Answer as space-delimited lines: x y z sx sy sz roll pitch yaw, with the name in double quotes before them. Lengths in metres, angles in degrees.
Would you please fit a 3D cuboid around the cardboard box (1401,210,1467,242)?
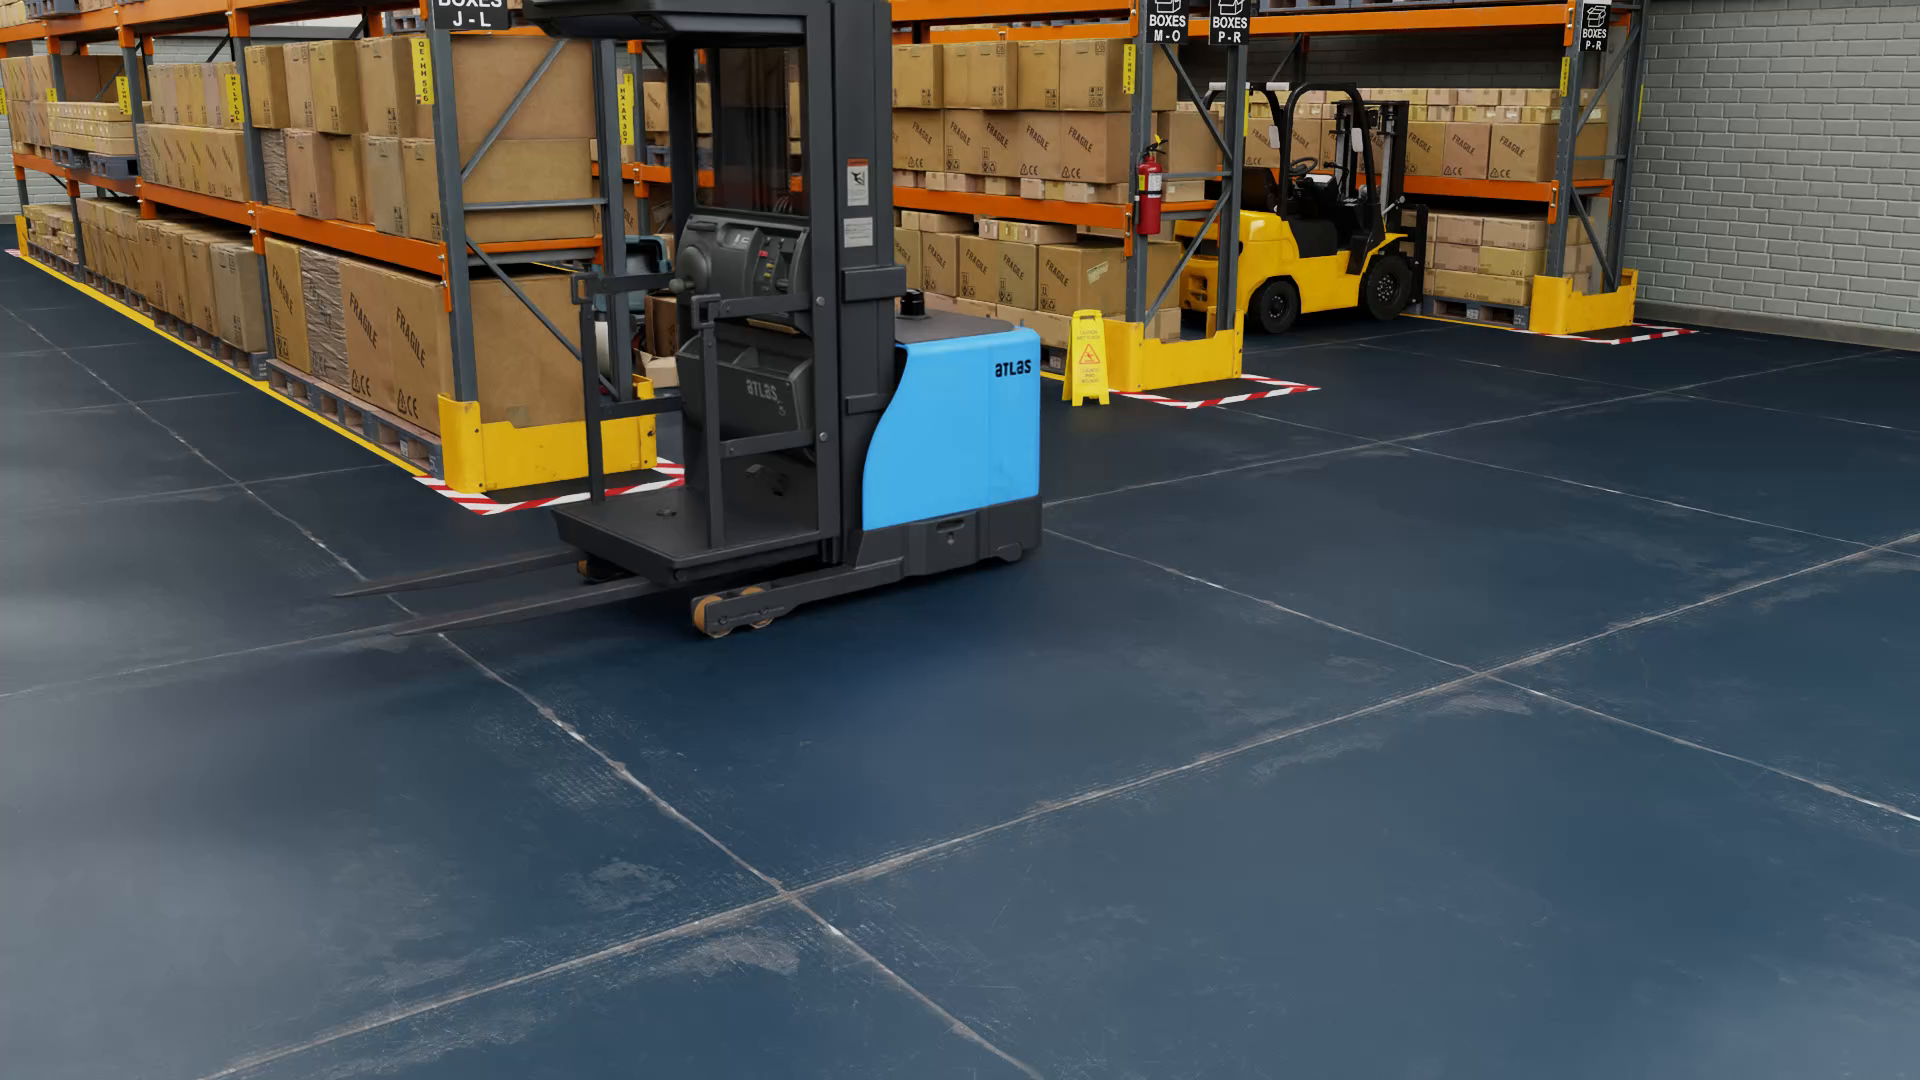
"cardboard box" 4.507 -3.006 15.897 0.500 0.250 0.500 -11 19 -34

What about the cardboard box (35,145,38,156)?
"cardboard box" -10.977 -4.731 20.156 0.380 0.149 0.250 -11 19 -36

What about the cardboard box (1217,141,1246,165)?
"cardboard box" 2.780 -4.232 18.141 0.500 0.250 0.500 -10 18 -33

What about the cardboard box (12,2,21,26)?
"cardboard box" -10.754 -6.145 19.447 0.500 0.250 0.500 -11 19 -35

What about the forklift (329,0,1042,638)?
"forklift" -1.079 -1.179 6.833 3.031 2.935 1.130 -12 20 -38

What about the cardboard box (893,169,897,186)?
"cardboard box" -0.428 -3.130 14.307 0.380 0.149 0.250 -11 19 -35

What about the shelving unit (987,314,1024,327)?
"shelving unit" 0.148 -0.558 8.125 0.215 1.050 0.252 -13 20 -39

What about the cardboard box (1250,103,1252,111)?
"cardboard box" 3.254 -4.707 18.174 0.380 0.149 0.250 -11 19 -36

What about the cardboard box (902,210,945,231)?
"cardboard box" -0.268 -2.704 14.037 0.380 0.149 0.250 -10 18 -32

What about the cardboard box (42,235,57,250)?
"cardboard box" -10.940 -3.632 20.268 0.380 0.149 0.250 -12 19 -37

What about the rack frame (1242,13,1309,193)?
"rack frame" 3.287 -4.238 17.877 1.000 3.000 0.127 -11 19 -35

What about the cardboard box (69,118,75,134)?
"cardboard box" -8.739 -4.175 16.764 0.380 0.149 0.250 -11 19 -35

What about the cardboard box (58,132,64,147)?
"cardboard box" -9.203 -4.198 17.414 0.380 0.149 0.250 -11 19 -34

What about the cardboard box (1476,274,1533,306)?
"cardboard box" 5.108 -2.311 15.251 0.500 0.250 0.500 -11 19 -34

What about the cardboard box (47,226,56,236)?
"cardboard box" -10.998 -3.839 20.461 0.380 0.149 0.250 -12 19 -37

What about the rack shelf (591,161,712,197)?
"rack shelf" -4.253 -4.401 19.835 1.077 0.370 4.000 -11 19 -35

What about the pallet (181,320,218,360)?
"pallet" -5.906 -1.745 14.053 1.003 0.211 1.213 -11 19 -35

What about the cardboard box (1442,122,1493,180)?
"cardboard box" 4.840 -3.608 15.388 0.500 0.500 0.500 -10 18 -33

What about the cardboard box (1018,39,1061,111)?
"cardboard box" 0.858 -3.471 12.427 0.700 0.500 0.500 -11 19 -34

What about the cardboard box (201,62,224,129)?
"cardboard box" -5.568 -3.529 13.206 0.700 0.500 0.500 -11 19 -34

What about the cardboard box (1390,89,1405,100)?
"cardboard box" 4.352 -4.258 15.971 0.380 0.149 0.250 -11 19 -34

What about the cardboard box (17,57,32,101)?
"cardboard box" -10.784 -5.446 19.646 0.500 0.500 0.500 -12 19 -36

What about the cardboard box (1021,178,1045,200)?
"cardboard box" 0.686 -2.683 12.672 0.380 0.149 0.250 -10 18 -34

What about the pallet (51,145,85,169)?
"pallet" -9.042 -4.106 17.761 1.003 0.211 1.213 -11 19 -35

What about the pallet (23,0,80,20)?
"pallet" -9.097 -5.593 17.501 1.213 0.211 1.003 -11 19 -35

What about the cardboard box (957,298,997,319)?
"cardboard box" 0.323 -1.842 13.537 0.500 0.250 0.500 -12 19 -37

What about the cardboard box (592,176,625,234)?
"cardboard box" -3.937 -3.850 19.689 0.875 0.875 0.875 -11 19 -34

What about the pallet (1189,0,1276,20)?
"pallet" 2.758 -5.778 18.187 0.805 0.209 1.217 -12 19 -37

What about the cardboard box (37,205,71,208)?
"cardboard box" -11.433 -4.148 21.029 0.380 0.149 0.250 -10 18 -34

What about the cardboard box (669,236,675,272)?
"cardboard box" -2.148 -2.343 14.256 0.500 0.500 0.500 -11 19 -35

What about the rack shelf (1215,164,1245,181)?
"rack shelf" 2.112 -4.318 19.532 1.077 0.370 4.000 -11 19 -35

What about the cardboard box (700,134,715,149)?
"cardboard box" -2.424 -4.071 16.949 0.380 0.149 0.250 -10 18 -31

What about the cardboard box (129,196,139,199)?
"cardboard box" -8.731 -3.623 18.152 0.500 0.250 0.500 -11 19 -36

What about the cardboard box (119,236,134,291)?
"cardboard box" -7.922 -2.739 16.340 0.500 0.500 0.500 -10 18 -32

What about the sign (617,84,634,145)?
"sign" -1.866 -2.363 9.237 0.100 0.325 0.005 -11 19 -35

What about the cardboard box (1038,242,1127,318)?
"cardboard box" 0.945 -1.981 12.624 0.500 0.500 0.500 -11 19 -34

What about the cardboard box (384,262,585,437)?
"cardboard box" -2.770 -1.135 9.769 0.875 0.875 0.875 -11 19 -34

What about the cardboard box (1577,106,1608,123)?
"cardboard box" 5.650 -3.857 15.069 0.380 0.149 0.250 -11 19 -36

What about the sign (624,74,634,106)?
"sign" -3.524 -4.792 17.709 0.100 0.325 0.005 -11 19 -35

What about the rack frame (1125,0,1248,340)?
"rack frame" 1.626 -2.612 11.938 1.000 3.000 0.127 -11 19 -35

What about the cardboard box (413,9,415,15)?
"cardboard box" -7.444 -7.572 23.676 0.500 0.250 0.500 -13 20 -40

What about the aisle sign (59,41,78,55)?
"aisle sign" -11.526 -6.555 21.419 0.394 0.787 0.004 -11 19 -35

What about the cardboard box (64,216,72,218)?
"cardboard box" -10.217 -3.703 19.400 0.380 0.149 0.250 -10 18 -33

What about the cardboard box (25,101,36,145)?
"cardboard box" -10.767 -4.967 19.789 0.500 0.500 0.500 -11 19 -36

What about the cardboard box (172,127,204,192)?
"cardboard box" -6.088 -3.118 13.598 0.500 0.500 0.500 -11 19 -35

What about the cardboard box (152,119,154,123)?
"cardboard box" -7.902 -4.165 16.727 0.380 0.149 0.250 -11 19 -35

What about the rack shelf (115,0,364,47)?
"rack shelf" -5.846 -4.203 13.432 1.077 0.370 4.000 -11 19 -35

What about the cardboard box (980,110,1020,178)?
"cardboard box" 0.502 -3.092 12.938 0.500 0.500 0.500 -11 19 -35

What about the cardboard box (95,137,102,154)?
"cardboard box" -7.980 -3.754 15.791 0.380 0.149 0.250 -10 18 -34

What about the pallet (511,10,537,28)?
"pallet" -4.850 -6.341 20.242 0.805 0.209 1.217 -12 19 -37

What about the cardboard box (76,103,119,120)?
"cardboard box" -8.439 -4.209 16.325 0.380 0.149 0.250 -10 18 -32

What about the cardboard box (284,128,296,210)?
"cardboard box" -4.102 -2.558 11.456 0.875 0.550 0.550 -11 19 -35

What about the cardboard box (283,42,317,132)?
"cardboard box" -3.857 -2.949 10.841 0.875 0.550 0.550 -11 19 -35
